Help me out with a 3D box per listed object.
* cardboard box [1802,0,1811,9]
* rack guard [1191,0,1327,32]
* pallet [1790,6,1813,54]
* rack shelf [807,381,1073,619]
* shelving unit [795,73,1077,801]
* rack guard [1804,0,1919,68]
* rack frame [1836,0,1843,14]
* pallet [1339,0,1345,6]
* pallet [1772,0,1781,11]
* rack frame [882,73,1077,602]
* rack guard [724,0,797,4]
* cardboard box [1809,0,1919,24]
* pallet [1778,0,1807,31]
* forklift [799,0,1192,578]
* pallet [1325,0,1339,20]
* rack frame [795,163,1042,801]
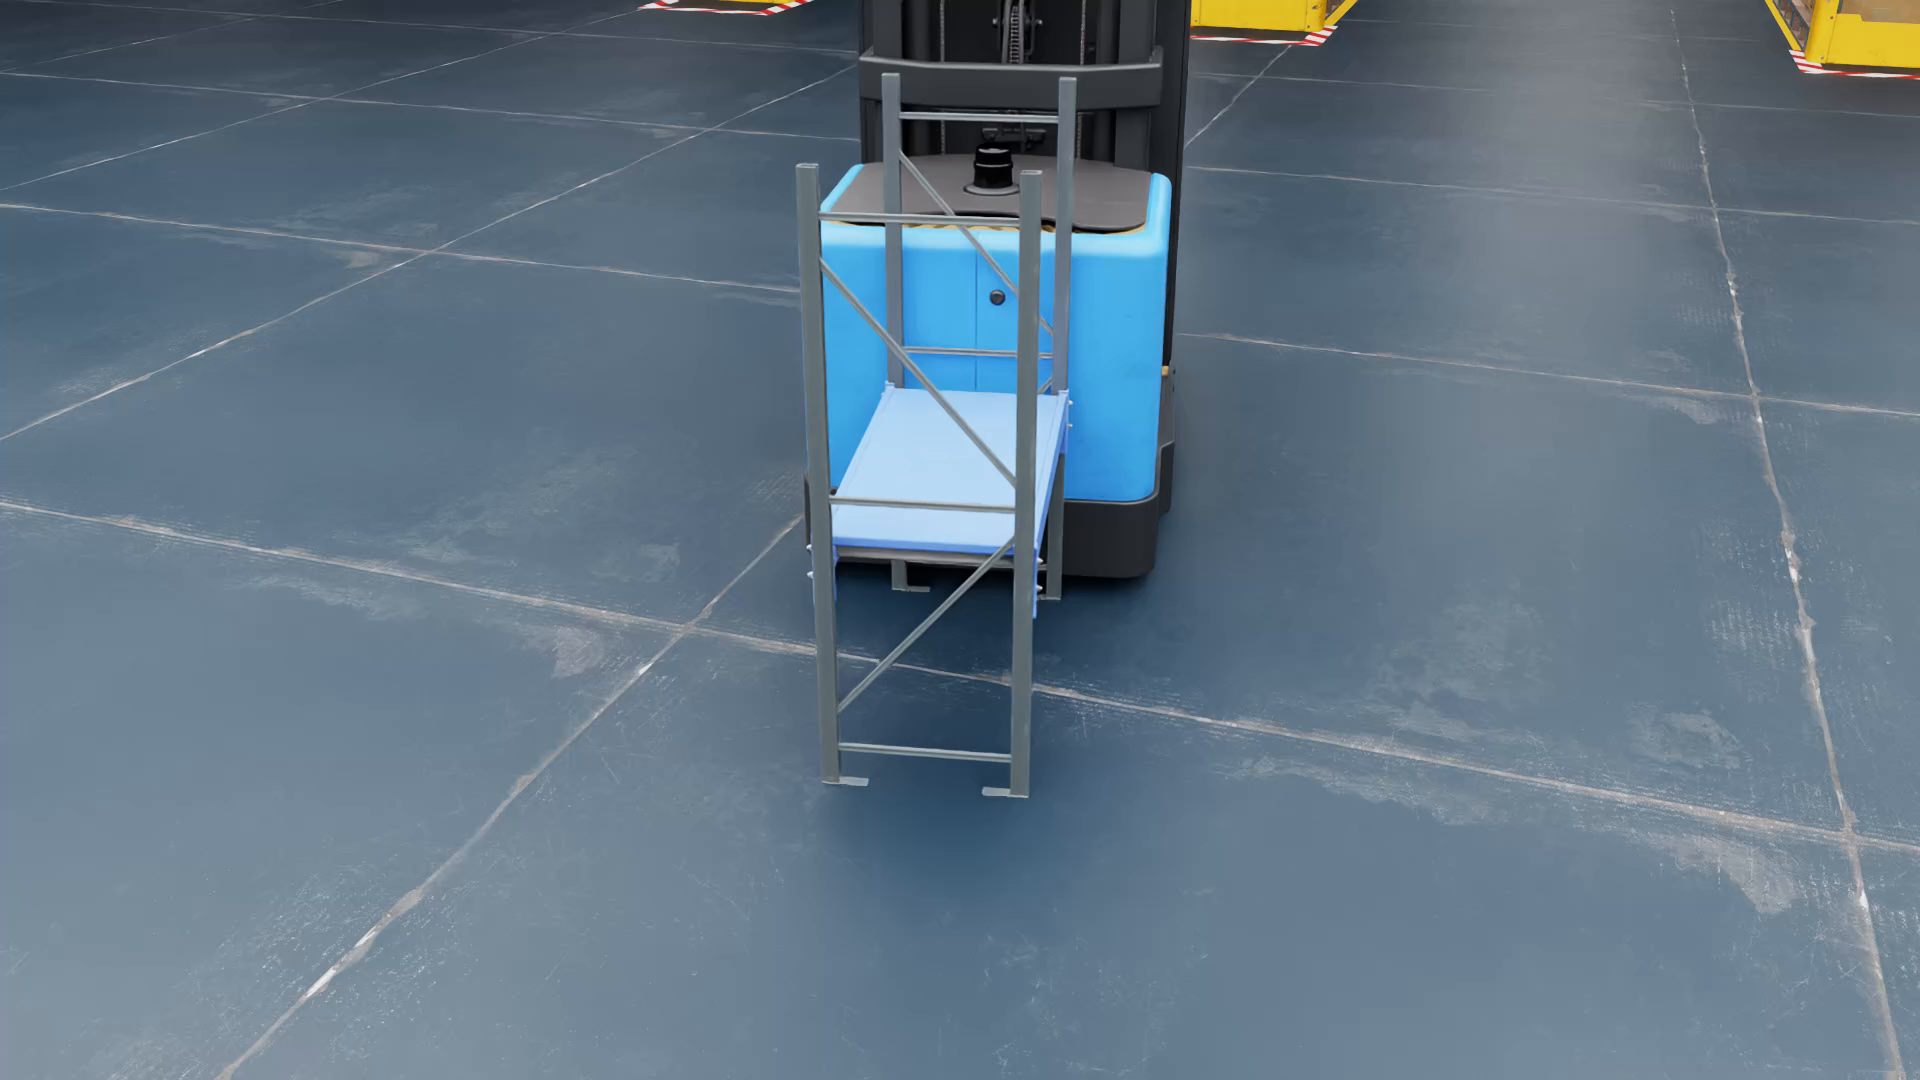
[{"bbox_3d":[7.650,-4.935,13.956,0.875,0.875,0.875,8,27,17],"label":"cardboard box"},{"bbox_3d":[2.577,-4.719,14.423,1.175,0.500,0.348,9,27,17],"label":"rack guard"},{"bbox_3d":[7.388,-4.137,13.552,1.003,0.211,1.213,9,27,17],"label":"pallet"},{"bbox_3d":[-0.018,-0.132,4.215,0.538,0.185,1.000,3,26,7],"label":"rack shelf"},{"bbox_3d":[-0.018,-0.294,4.136,0.538,1.500,1.048,3,26,7],"label":"shelving unit"},{"bbox_3d":[7.187,-3.917,12.766,1.175,0.500,0.348,9,27,17],"label":"rack guard"},{"bbox_3d":[7.195,-5.052,12.242,1.000,3.000,0.127,9,27,17],"label":"rack frame"},{"bbox_3d":[3.288,-5.417,16.196,1.003,0.211,1.213,9,27,17],"label":"pallet"},{"bbox_3d":[8.200,-5.139,15.623,1.003,0.211,1.213,9,27,17],"label":"pallet"},{"bbox_3d":[0.048,-0.514,4.590,0.500,1.500,0.032,3,26,7],"label":"rack frame"},{"bbox_3d":[-2.138,-5.444,15.920,1.175,0.500,0.348,9,27,17],"label":"rack guard"},{"bbox_3d":[7.359,-4.573,13.209,0.875,0.875,0.875,9,27,18],"label":"cardboard box"},{"bbox_3d":[7.795,-4.636,14.584,1.003,0.211,1.213,9,27,17],"label":"pallet"},{"bbox_3d":[0.241,-1.820,5.646,1.130,2.935,3.031,3,26,7],"label":"forklift"},{"bbox_3d":[2.881,-4.918,15.164,1.003,0.211,1.213,9,27,17],"label":"pallet"},{"bbox_3d":[-0.084,-0.074,3.683,0.500,1.500,0.032,3,26,7],"label":"rack frame"}]
